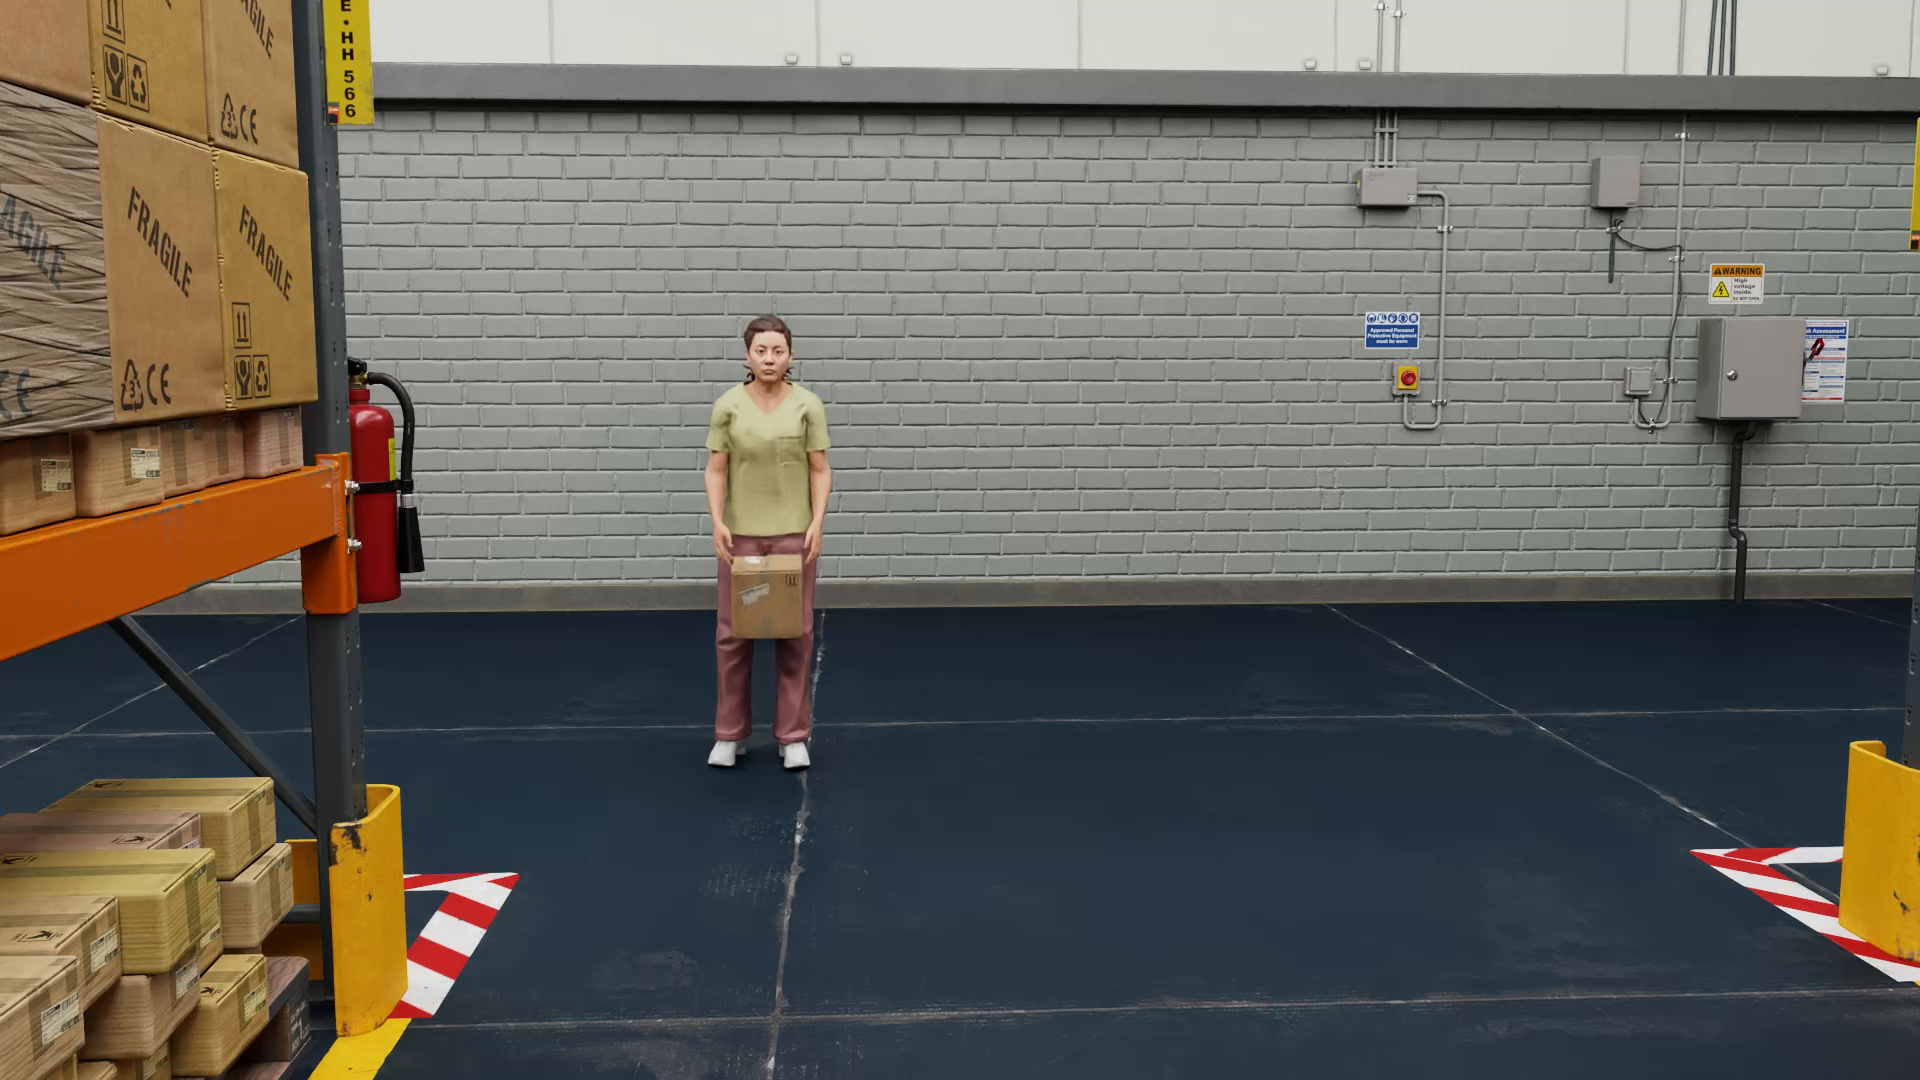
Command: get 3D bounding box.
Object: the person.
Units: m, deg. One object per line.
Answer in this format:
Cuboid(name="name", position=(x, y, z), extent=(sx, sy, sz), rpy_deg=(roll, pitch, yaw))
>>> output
Cuboid(name="person", position=(-0.714, 0.003, 6.218), extent=(0.477, 1.676, 0.414), rpy_deg=(-1, 7, -5))
